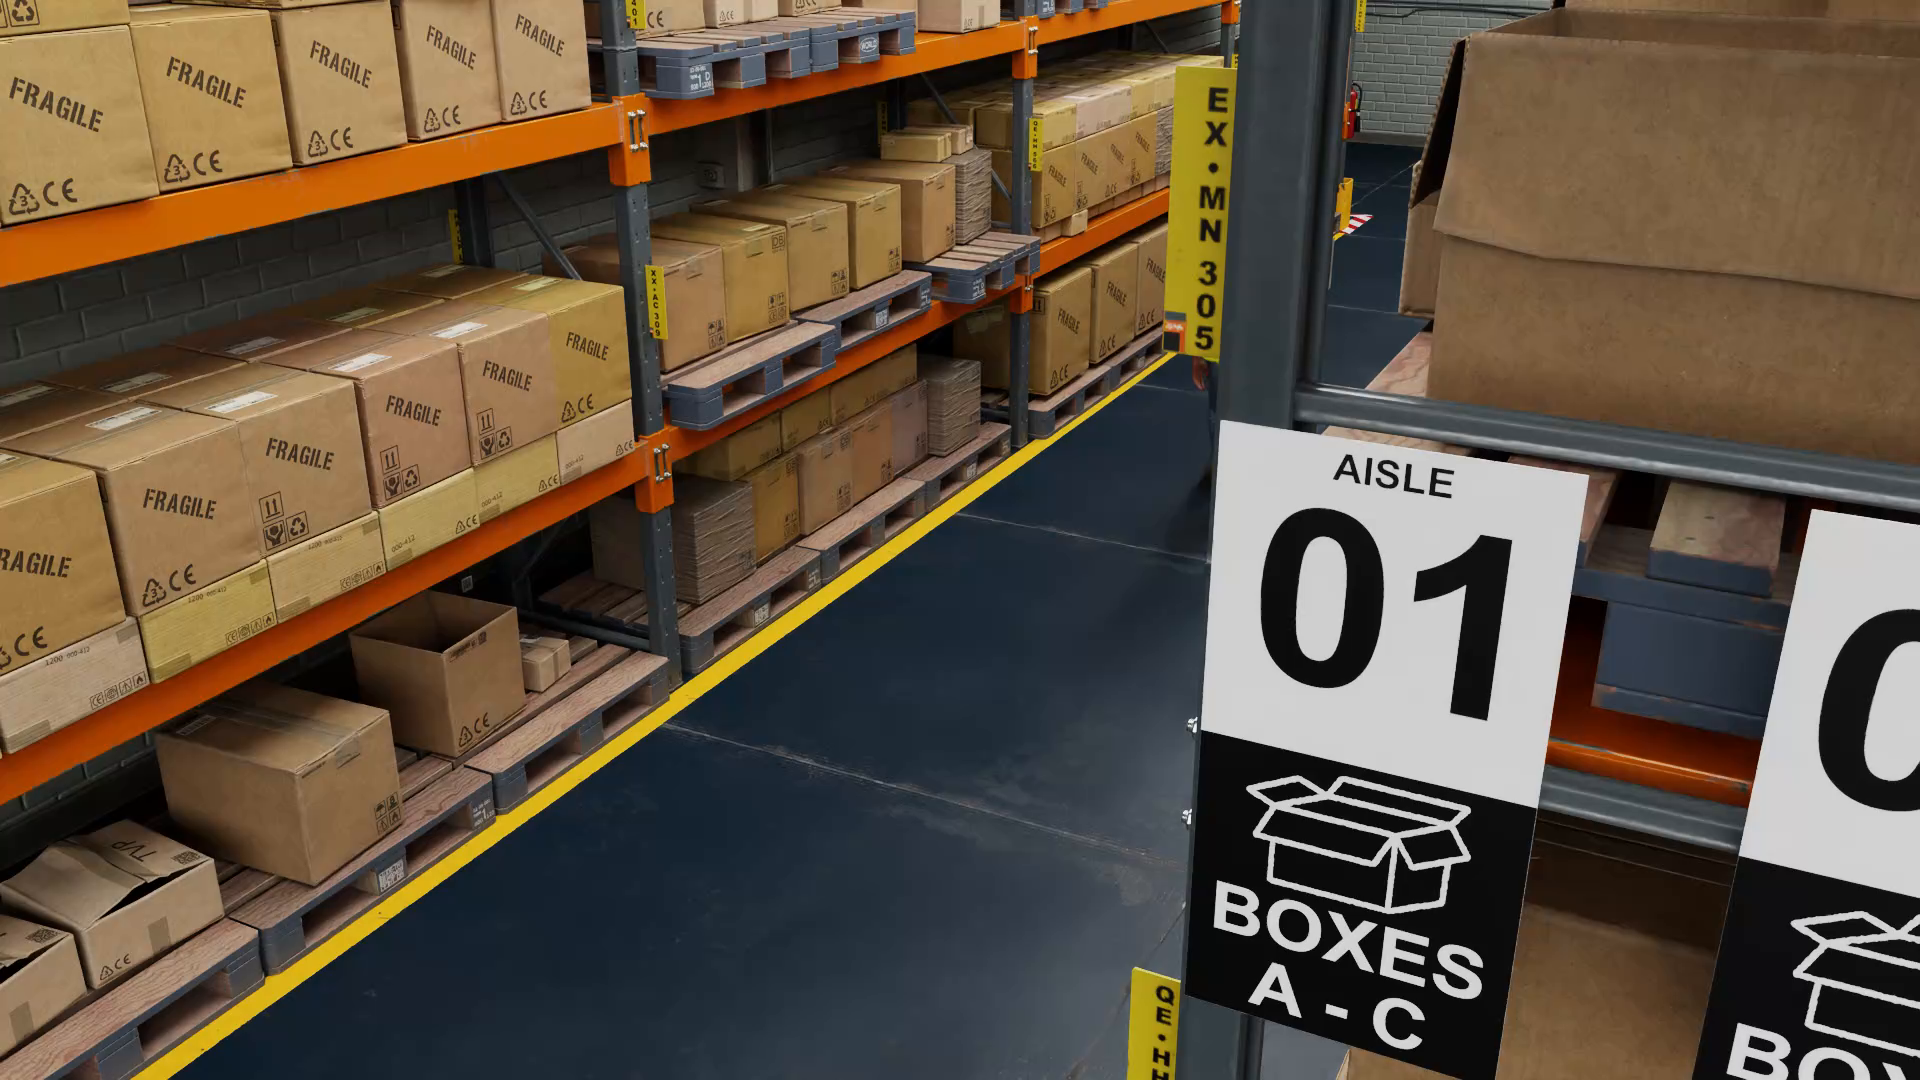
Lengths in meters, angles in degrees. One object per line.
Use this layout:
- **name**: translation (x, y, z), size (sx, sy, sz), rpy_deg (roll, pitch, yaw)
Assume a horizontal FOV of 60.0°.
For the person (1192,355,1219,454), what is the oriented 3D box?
- **person**: translation (1.756, -1.186, 10.366), size (0.572, 1.714, 0.981), rpy_deg (8, 24, 19)
